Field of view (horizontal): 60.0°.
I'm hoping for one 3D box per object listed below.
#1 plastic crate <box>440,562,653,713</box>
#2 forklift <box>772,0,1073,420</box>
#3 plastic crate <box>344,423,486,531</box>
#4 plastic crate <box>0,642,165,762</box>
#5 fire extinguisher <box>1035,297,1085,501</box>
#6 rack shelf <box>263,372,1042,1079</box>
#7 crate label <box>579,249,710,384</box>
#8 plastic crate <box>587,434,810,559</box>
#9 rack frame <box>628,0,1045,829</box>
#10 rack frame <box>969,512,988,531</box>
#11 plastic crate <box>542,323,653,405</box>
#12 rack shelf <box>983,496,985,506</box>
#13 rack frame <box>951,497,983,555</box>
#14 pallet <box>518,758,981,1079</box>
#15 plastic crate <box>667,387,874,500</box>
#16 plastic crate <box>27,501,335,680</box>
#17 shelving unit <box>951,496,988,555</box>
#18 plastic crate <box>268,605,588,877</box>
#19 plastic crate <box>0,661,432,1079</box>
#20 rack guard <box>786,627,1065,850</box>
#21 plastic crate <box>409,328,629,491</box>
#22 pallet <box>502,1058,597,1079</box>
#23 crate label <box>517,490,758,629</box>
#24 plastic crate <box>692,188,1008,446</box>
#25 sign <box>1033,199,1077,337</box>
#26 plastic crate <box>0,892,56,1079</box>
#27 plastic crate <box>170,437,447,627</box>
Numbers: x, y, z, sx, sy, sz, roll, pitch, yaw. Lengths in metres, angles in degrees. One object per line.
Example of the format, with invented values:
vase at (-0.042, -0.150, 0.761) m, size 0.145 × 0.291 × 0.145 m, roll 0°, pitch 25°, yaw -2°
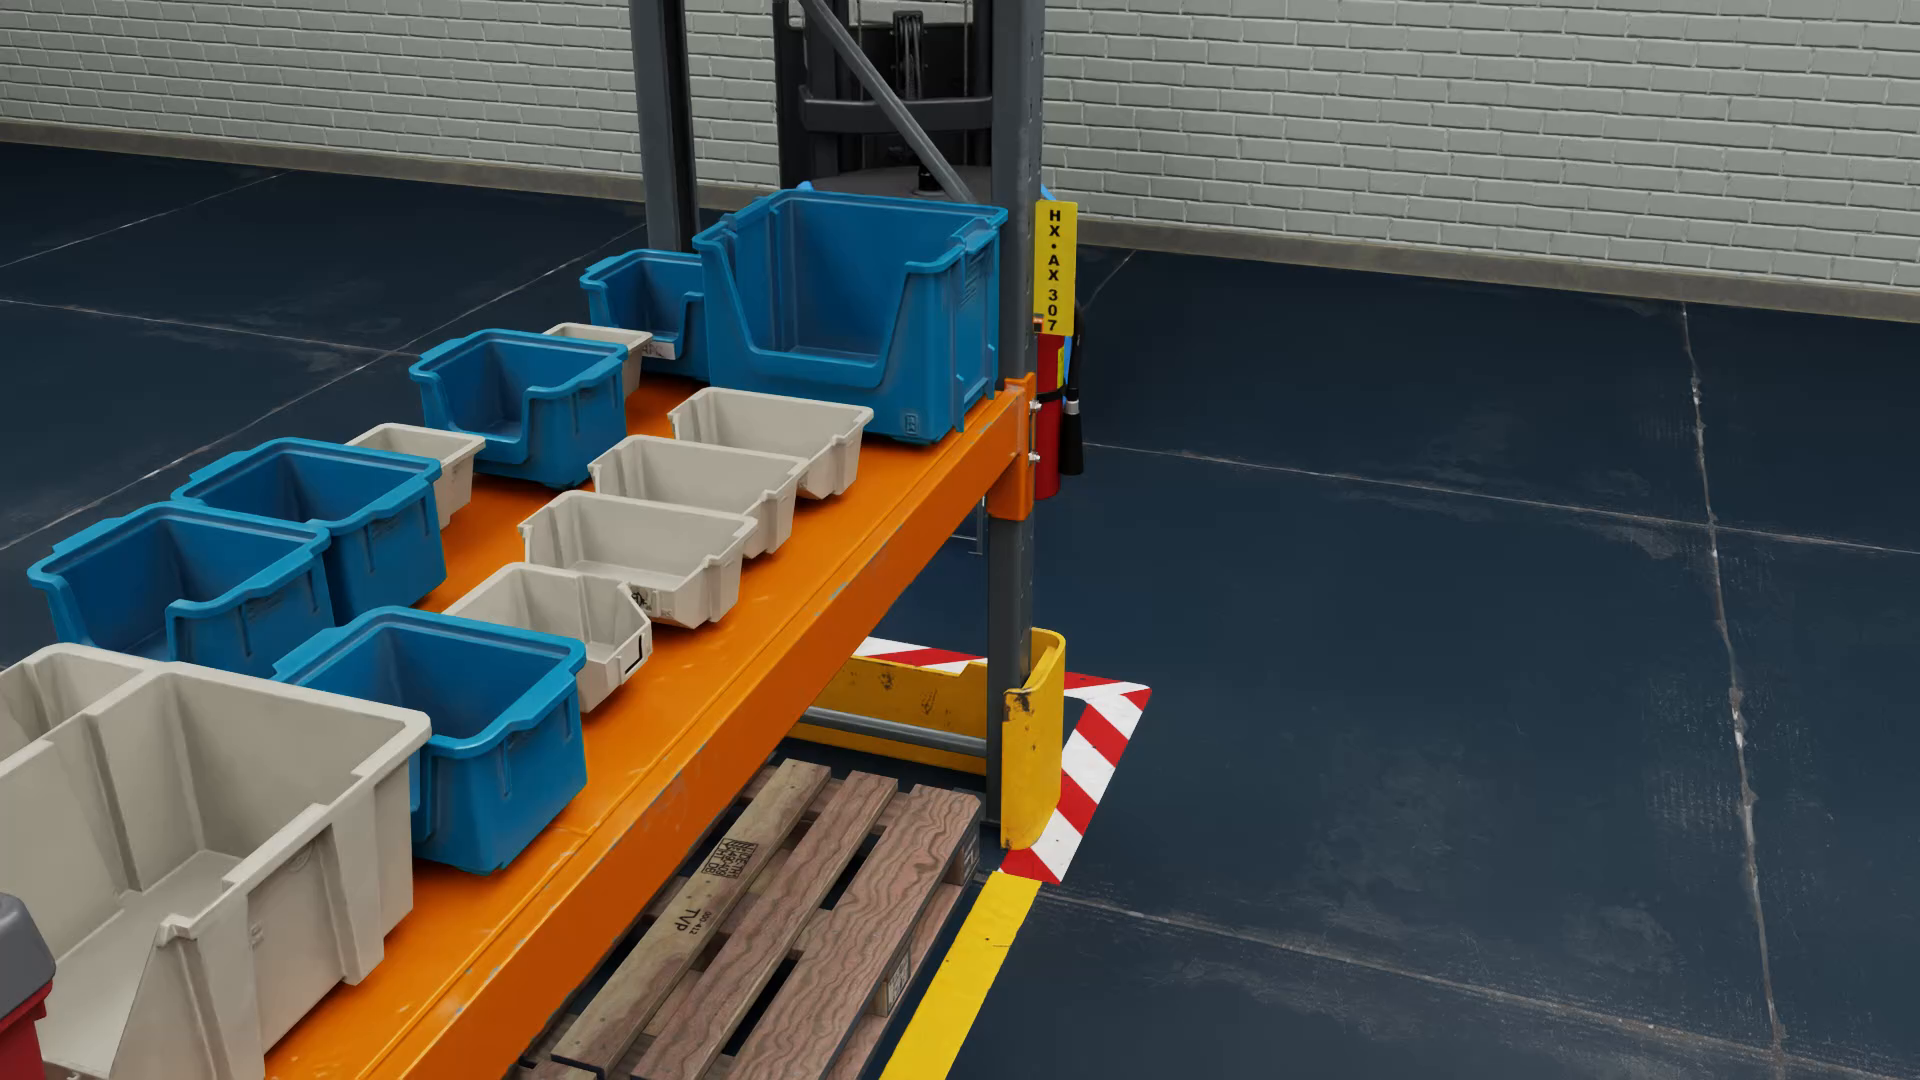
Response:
plastic crate at (-0.660, 0.168, 2.694) m, size 0.298 × 0.136 × 0.250 m, roll 9°, pitch 27°, yaw 17°
forklift at (-0.294, -2.172, 7.373) m, size 1.130 × 2.935 × 3.031 m, roll -4°, pitch 26°, yaw -9°
plastic crate at (-1.102, -0.100, 3.248) m, size 0.250 × 0.136 × 0.298 m, roll 9°, pitch 27°, yaw 17°
plastic crate at (-1.334, 0.332, 2.356) m, size 0.293 × 0.136 × 0.466 m, roll 9°, pitch 27°, yaw 17°
fire extinguisher at (0.180, -0.438, 4.228) m, size 0.296 × 0.674 × 0.183 m, roll 9°, pitch 27°, yaw 17°
rack shelf at (-0.964, 0.502, 2.597) m, size 1.077 × 0.370 × 4.000 m, roll 9°, pitch 27°, yaw 17°
crate label at (-0.691, -0.542, 4.051) m, size 0.416 × 0.233 × 0.303 m, roll 9°, pitch 27°, yaw 17°
plastic crate at (-0.509, -0.074, 3.195) m, size 0.396 × 0.136 × 0.243 m, roll 9°, pitch 27°, yaw 17°
rack frame at (-0.299, -0.644, 4.138) m, size 1.000 × 3.000 × 0.127 m, roll 9°, pitch 27°, yaw 17°
rack frame at (0.037, -0.450, 6.147) m, size 0.240 × 0.900 × 0.006 m, roll 9°, pitch 27°, yaw 17°
plastic crate at (-0.876, -0.379, 3.824) m, size 0.250 × 0.136 × 0.298 m, roll 9°, pitch 27°, yaw 17°
rack shelf at (0.003, -0.216, 6.154) m, size 0.258 × 0.077 × 0.200 m, roll 9°, pitch 27°, yaw 17°
rack frame at (-0.031, -0.367, 5.974) m, size 0.240 × 0.900 × 0.006 m, roll 9°, pitch 27°, yaw 17°
pallet at (-0.610, 0.944, 4.057) m, size 1.003 × 0.211 × 1.213 m, roll 9°, pitch 27°, yaw 17°
plastic crate at (-0.399, -0.191, 3.436) m, size 0.396 × 0.136 × 0.243 m, roll 9°, pitch 27°, yaw 17°
plastic crate at (-1.229, 0.122, 2.678) m, size 0.416 × 0.233 × 0.300 m, roll 9°, pitch 27°, yaw 17°
shelving unit at (0.003, -0.408, 6.061) m, size 0.258 × 0.900 × 0.210 m, roll 9°, pitch 27°, yaw 17°
plastic crate at (-0.740, 0.285, 2.342) m, size 0.416 × 0.233 × 0.300 m, roll 9°, pitch 27°, yaw 17°
plastic crate at (-0.948, 0.425, 1.997) m, size 0.437 × 0.282 × 0.530 m, roll 9°, pitch 27°, yaw 17°
rack guard at (-0.303, 0.469, 4.707) m, size 1.175 × 0.500 × 0.348 m, roll 9°, pitch 27°, yaw 17°
plastic crate at (-0.910, -0.271, 3.492) m, size 0.416 × 0.233 × 0.300 m, roll 9°, pitch 27°, yaw 17°
pallet at (-1.017, 1.444, 3.025) m, size 1.003 × 0.211 × 1.213 m, roll 9°, pitch 27°, yaw 17°
crate label at (-0.579, 0.044, 2.951) m, size 0.396 × 0.136 × 0.243 m, roll 9°, pitch 27°, yaw 17°
plastic crate at (-0.234, -0.522, 3.777) m, size 0.616 × 0.435 × 0.499 m, roll 9°, pitch 27°, yaw 17°
sign at (0.225, -0.644, 3.952) m, size 0.100 × 0.325 × 0.005 m, roll 9°, pitch 27°, yaw 17°
plastic crate at (-1.096, 0.613, 1.399) m, size 0.402 × 0.464 × 0.583 m, roll 9°, pitch 27°, yaw 17°
plastic crate at (-1.130, -0.001, 2.933) m, size 0.416 × 0.233 × 0.300 m, roll 9°, pitch 27°, yaw 17°
